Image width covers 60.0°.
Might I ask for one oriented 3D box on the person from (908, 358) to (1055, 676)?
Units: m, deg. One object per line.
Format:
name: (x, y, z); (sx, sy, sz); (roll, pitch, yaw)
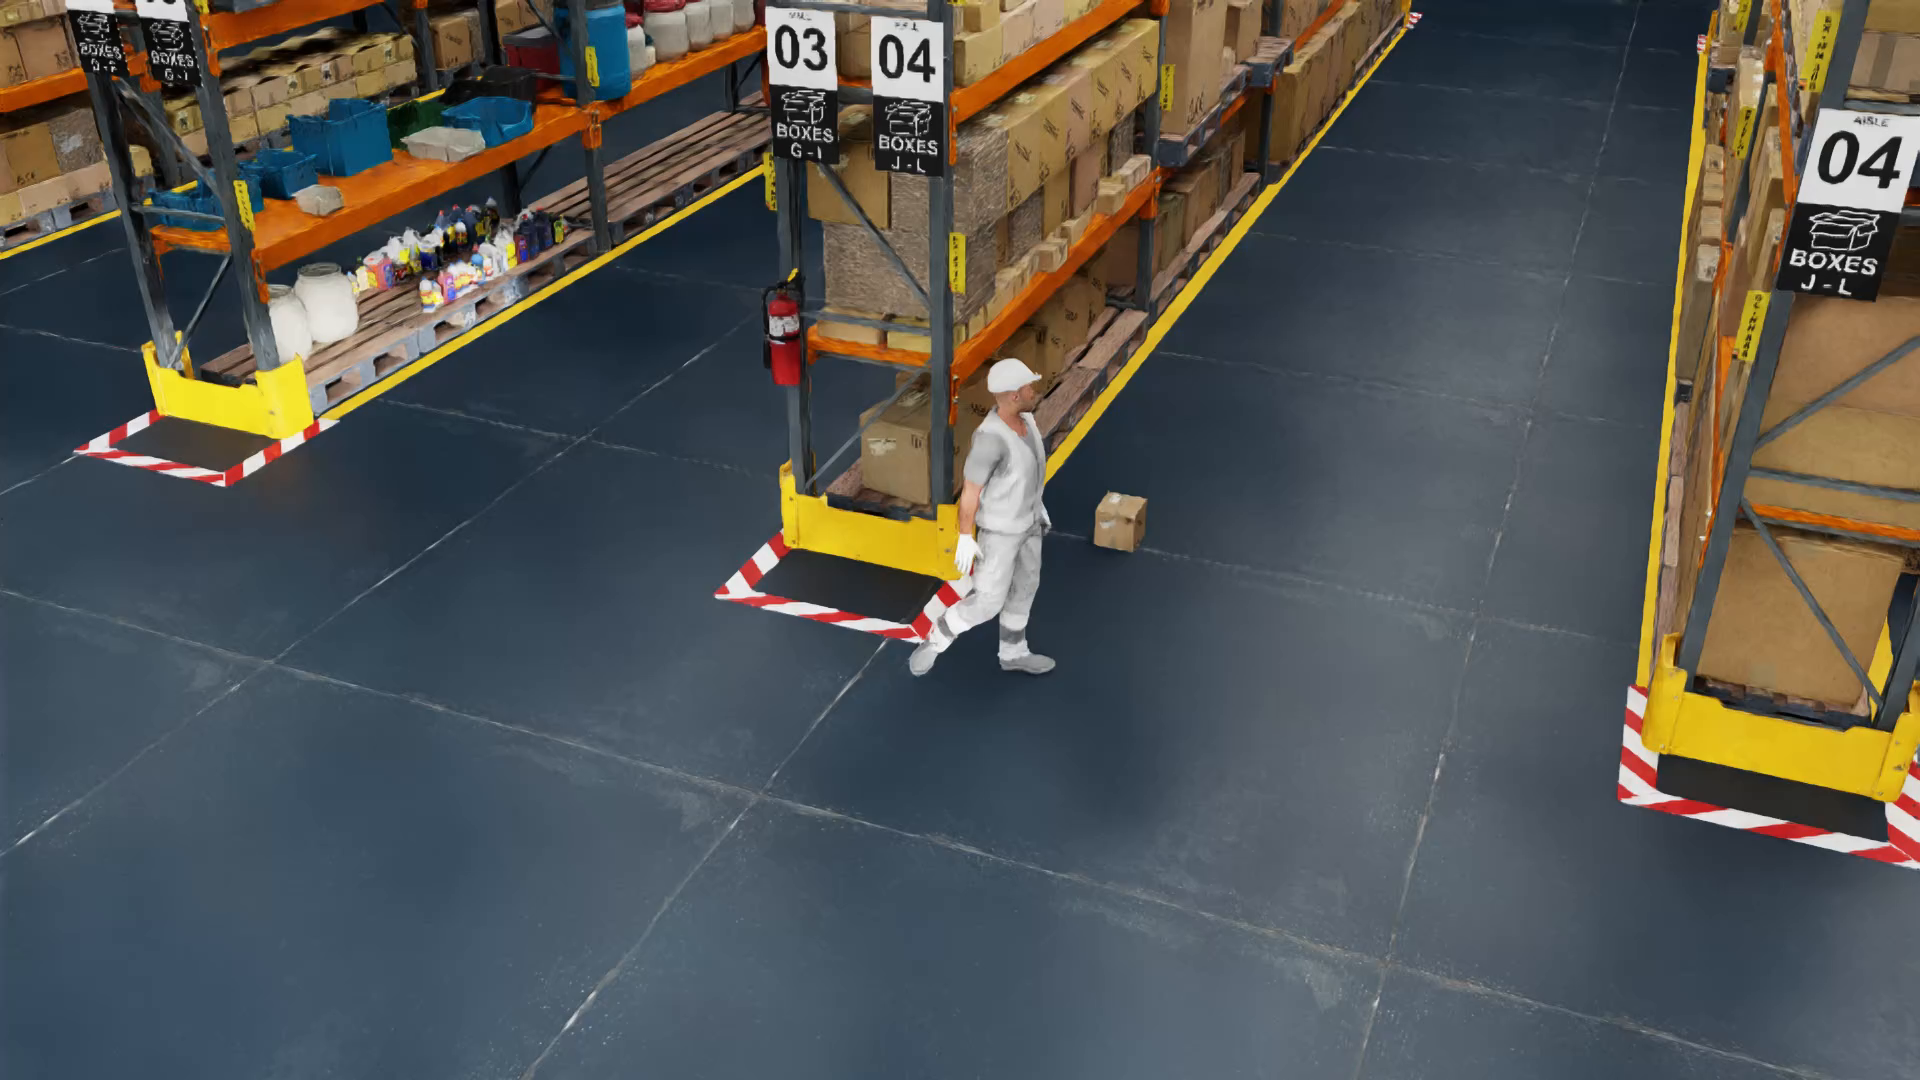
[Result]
person: (0.145, -0.069, 8.503); (0.628, 1.787, 0.737); (16, 33, 25)
